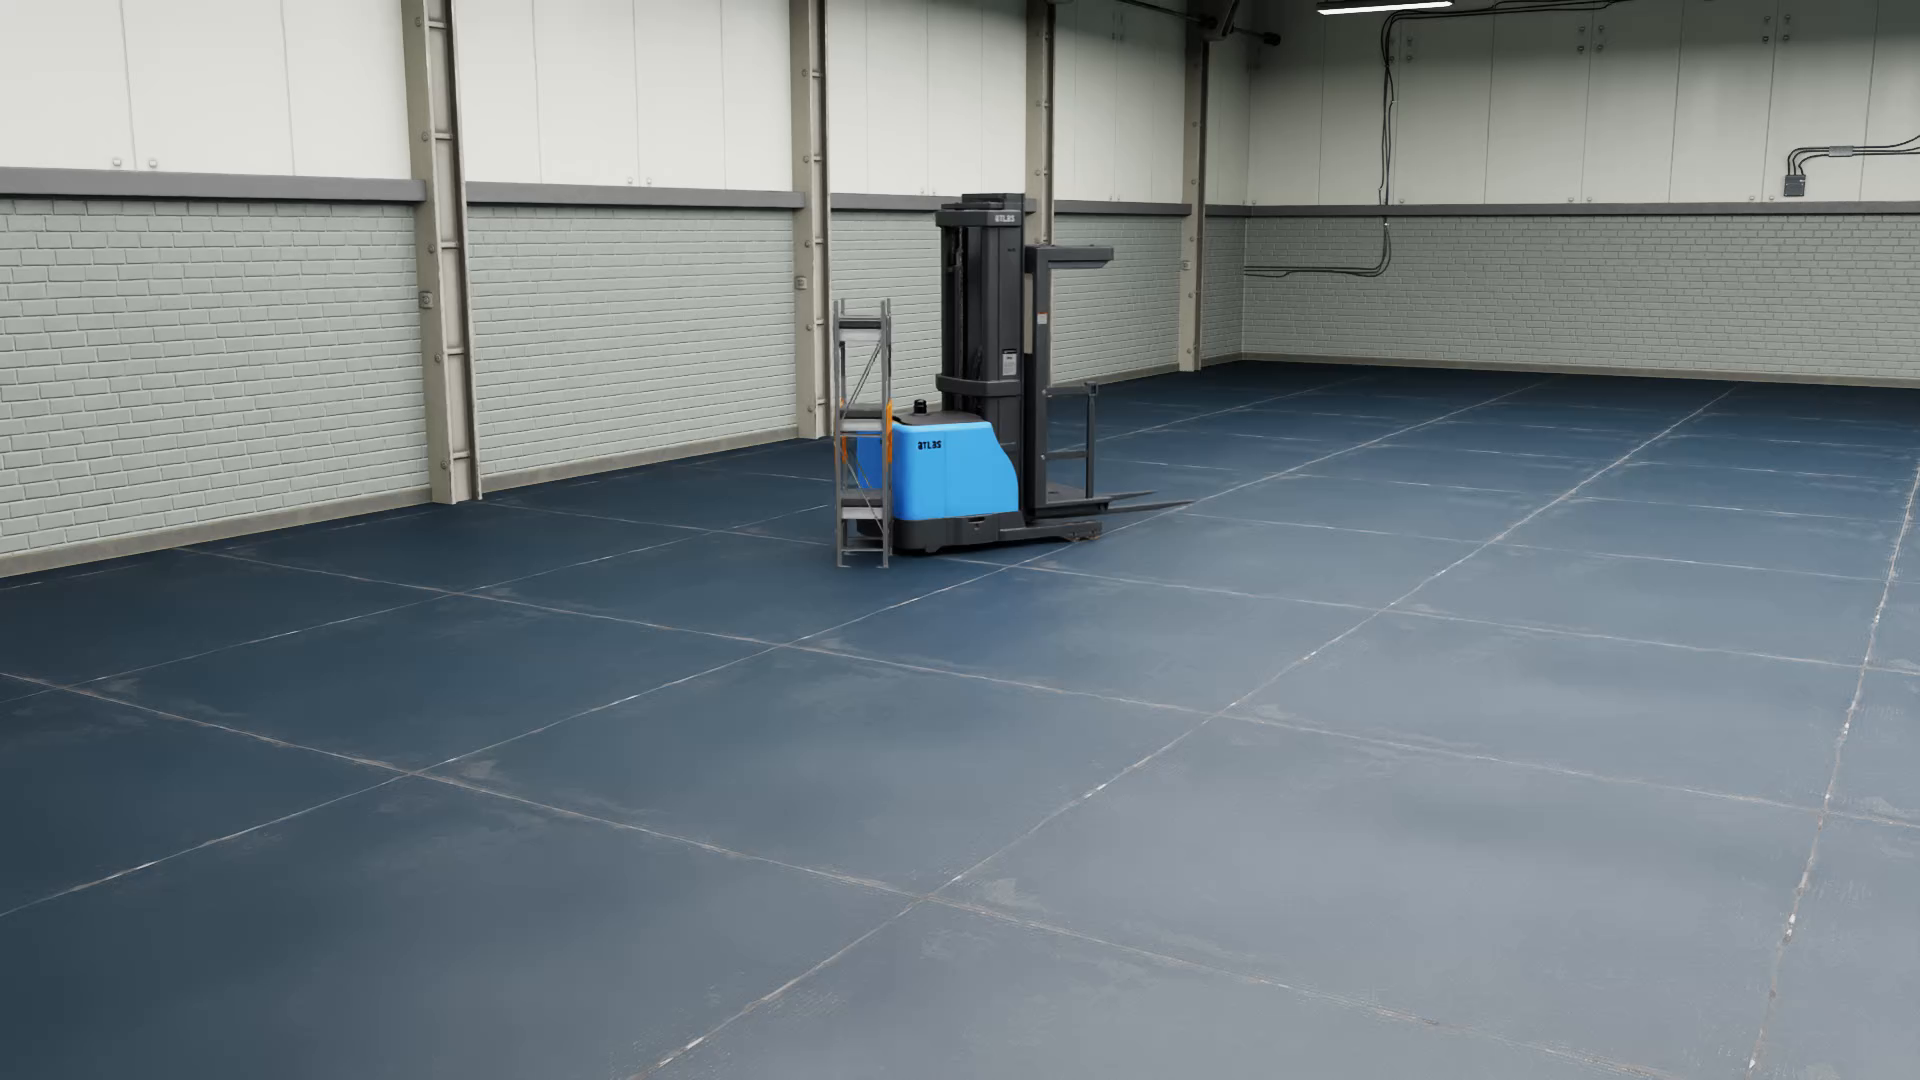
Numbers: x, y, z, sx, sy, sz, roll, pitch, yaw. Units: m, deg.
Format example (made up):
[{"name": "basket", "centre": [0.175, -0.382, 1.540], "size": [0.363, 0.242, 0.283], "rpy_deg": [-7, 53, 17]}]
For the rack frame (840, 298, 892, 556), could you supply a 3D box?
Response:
[{"name": "rack frame", "centre": [-0.758, -0.903, 13.488], "size": [0.400, 2.100, 0.015], "rpy_deg": [0, 11, 2]}]

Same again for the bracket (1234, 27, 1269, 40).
[{"name": "bracket", "centre": [5.800, -9.728, 32.096], "size": [0.076, 0.066, 3.189], "rpy_deg": [6, 12, 31]}]

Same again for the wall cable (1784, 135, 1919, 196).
[{"name": "wall cable", "centre": [15.123, -8.747, 27.394], "size": [2.305, 6.003, 0.169], "rpy_deg": [6, 12, 31]}]

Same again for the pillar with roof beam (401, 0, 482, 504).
[{"name": "pillar with roof beam", "centre": [-1.308, -4.406, 13.447], "size": [9.100, 9.000, 0.400], "rpy_deg": [6, 12, 31]}]

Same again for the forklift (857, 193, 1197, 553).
[{"name": "forklift", "centre": [0.653, -1.502, 14.426], "size": [3.031, 2.935, 1.130], "rpy_deg": [-6, 12, -27]}]

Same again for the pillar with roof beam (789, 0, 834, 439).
[{"name": "pillar with roof beam", "centre": [1.807, -5.349, 18.487], "size": [9.100, 9.000, 0.400], "rpy_deg": [6, 12, 31]}]

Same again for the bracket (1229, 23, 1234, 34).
[{"name": "bracket", "centre": [4.876, -9.448, 30.601], "size": [0.235, 0.232, 0.430], "rpy_deg": [6, 12, 31]}]

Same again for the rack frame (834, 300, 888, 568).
[{"name": "rack frame", "centre": [-0.774, -0.814, 13.008], "size": [0.400, 2.100, 0.015], "rpy_deg": [0, 11, 2]}]

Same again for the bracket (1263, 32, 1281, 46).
[{"name": "bracket", "centre": [6.107, -9.821, 32.592], "size": [0.235, 0.232, 0.430], "rpy_deg": [6, 12, 31]}]

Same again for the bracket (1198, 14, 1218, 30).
[{"name": "bracket", "centre": [4.445, -9.318, 29.904], "size": [0.235, 0.232, 0.430], "rpy_deg": [6, 12, 31]}]

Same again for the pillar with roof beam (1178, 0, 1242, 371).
[{"name": "pillar with roof beam", "centre": [8.037, -7.236, 28.568], "size": [9.100, 9.000, 0.548], "rpy_deg": [6, 12, 31]}]

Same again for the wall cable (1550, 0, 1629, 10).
[{"name": "wall cable", "centre": [11.974, -10.622, 29.008], "size": [3.097, 2.526, 0.112], "rpy_deg": [6, 12, 31]}]

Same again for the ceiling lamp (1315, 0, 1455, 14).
[{"name": "ceiling lamp", "centre": [6.411, -9.455, 24.558], "size": [2.000, 3.185, 0.800], "rpy_deg": [6, 12, 31]}]

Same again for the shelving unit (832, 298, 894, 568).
[{"name": "shelving unit", "centre": [-0.766, -0.858, 13.248], "size": [0.431, 2.100, 0.503], "rpy_deg": [0, 11, 2]}]

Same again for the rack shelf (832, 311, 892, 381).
[{"name": "rack shelf", "centre": [-0.766, -1.533, 13.122], "size": [0.431, 0.518, 0.480], "rpy_deg": [0, 11, 2]}]

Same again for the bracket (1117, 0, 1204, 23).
[{"name": "bracket", "centre": [3.108, -8.913, 27.739], "size": [0.076, 0.066, 4.783], "rpy_deg": [6, 12, 31]}]

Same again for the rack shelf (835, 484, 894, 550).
[{"name": "rack shelf", "centre": [-0.766, -0.157, 13.379], "size": [0.431, 0.518, 0.480], "rpy_deg": [0, 11, 2]}]

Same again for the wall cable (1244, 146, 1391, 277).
[{"name": "wall cable", "centre": [7.017, -6.458, 32.851], "size": [3.097, 2.526, 0.112], "rpy_deg": [6, 12, 31]}]

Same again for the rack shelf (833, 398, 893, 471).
[{"name": "rack shelf", "centre": [-0.766, -0.845, 13.251], "size": [0.431, 0.518, 0.480], "rpy_deg": [0, 11, 2]}]

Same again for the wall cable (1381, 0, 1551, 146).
[{"name": "wall cable", "centre": [9.329, -8.682, 31.005], "size": [3.097, 2.526, 0.112], "rpy_deg": [6, 12, 31]}]

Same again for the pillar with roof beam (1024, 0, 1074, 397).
[{"name": "pillar with roof beam", "centre": [4.922, -6.293, 23.528], "size": [9.100, 9.000, 0.548], "rpy_deg": [6, 12, 31]}]
